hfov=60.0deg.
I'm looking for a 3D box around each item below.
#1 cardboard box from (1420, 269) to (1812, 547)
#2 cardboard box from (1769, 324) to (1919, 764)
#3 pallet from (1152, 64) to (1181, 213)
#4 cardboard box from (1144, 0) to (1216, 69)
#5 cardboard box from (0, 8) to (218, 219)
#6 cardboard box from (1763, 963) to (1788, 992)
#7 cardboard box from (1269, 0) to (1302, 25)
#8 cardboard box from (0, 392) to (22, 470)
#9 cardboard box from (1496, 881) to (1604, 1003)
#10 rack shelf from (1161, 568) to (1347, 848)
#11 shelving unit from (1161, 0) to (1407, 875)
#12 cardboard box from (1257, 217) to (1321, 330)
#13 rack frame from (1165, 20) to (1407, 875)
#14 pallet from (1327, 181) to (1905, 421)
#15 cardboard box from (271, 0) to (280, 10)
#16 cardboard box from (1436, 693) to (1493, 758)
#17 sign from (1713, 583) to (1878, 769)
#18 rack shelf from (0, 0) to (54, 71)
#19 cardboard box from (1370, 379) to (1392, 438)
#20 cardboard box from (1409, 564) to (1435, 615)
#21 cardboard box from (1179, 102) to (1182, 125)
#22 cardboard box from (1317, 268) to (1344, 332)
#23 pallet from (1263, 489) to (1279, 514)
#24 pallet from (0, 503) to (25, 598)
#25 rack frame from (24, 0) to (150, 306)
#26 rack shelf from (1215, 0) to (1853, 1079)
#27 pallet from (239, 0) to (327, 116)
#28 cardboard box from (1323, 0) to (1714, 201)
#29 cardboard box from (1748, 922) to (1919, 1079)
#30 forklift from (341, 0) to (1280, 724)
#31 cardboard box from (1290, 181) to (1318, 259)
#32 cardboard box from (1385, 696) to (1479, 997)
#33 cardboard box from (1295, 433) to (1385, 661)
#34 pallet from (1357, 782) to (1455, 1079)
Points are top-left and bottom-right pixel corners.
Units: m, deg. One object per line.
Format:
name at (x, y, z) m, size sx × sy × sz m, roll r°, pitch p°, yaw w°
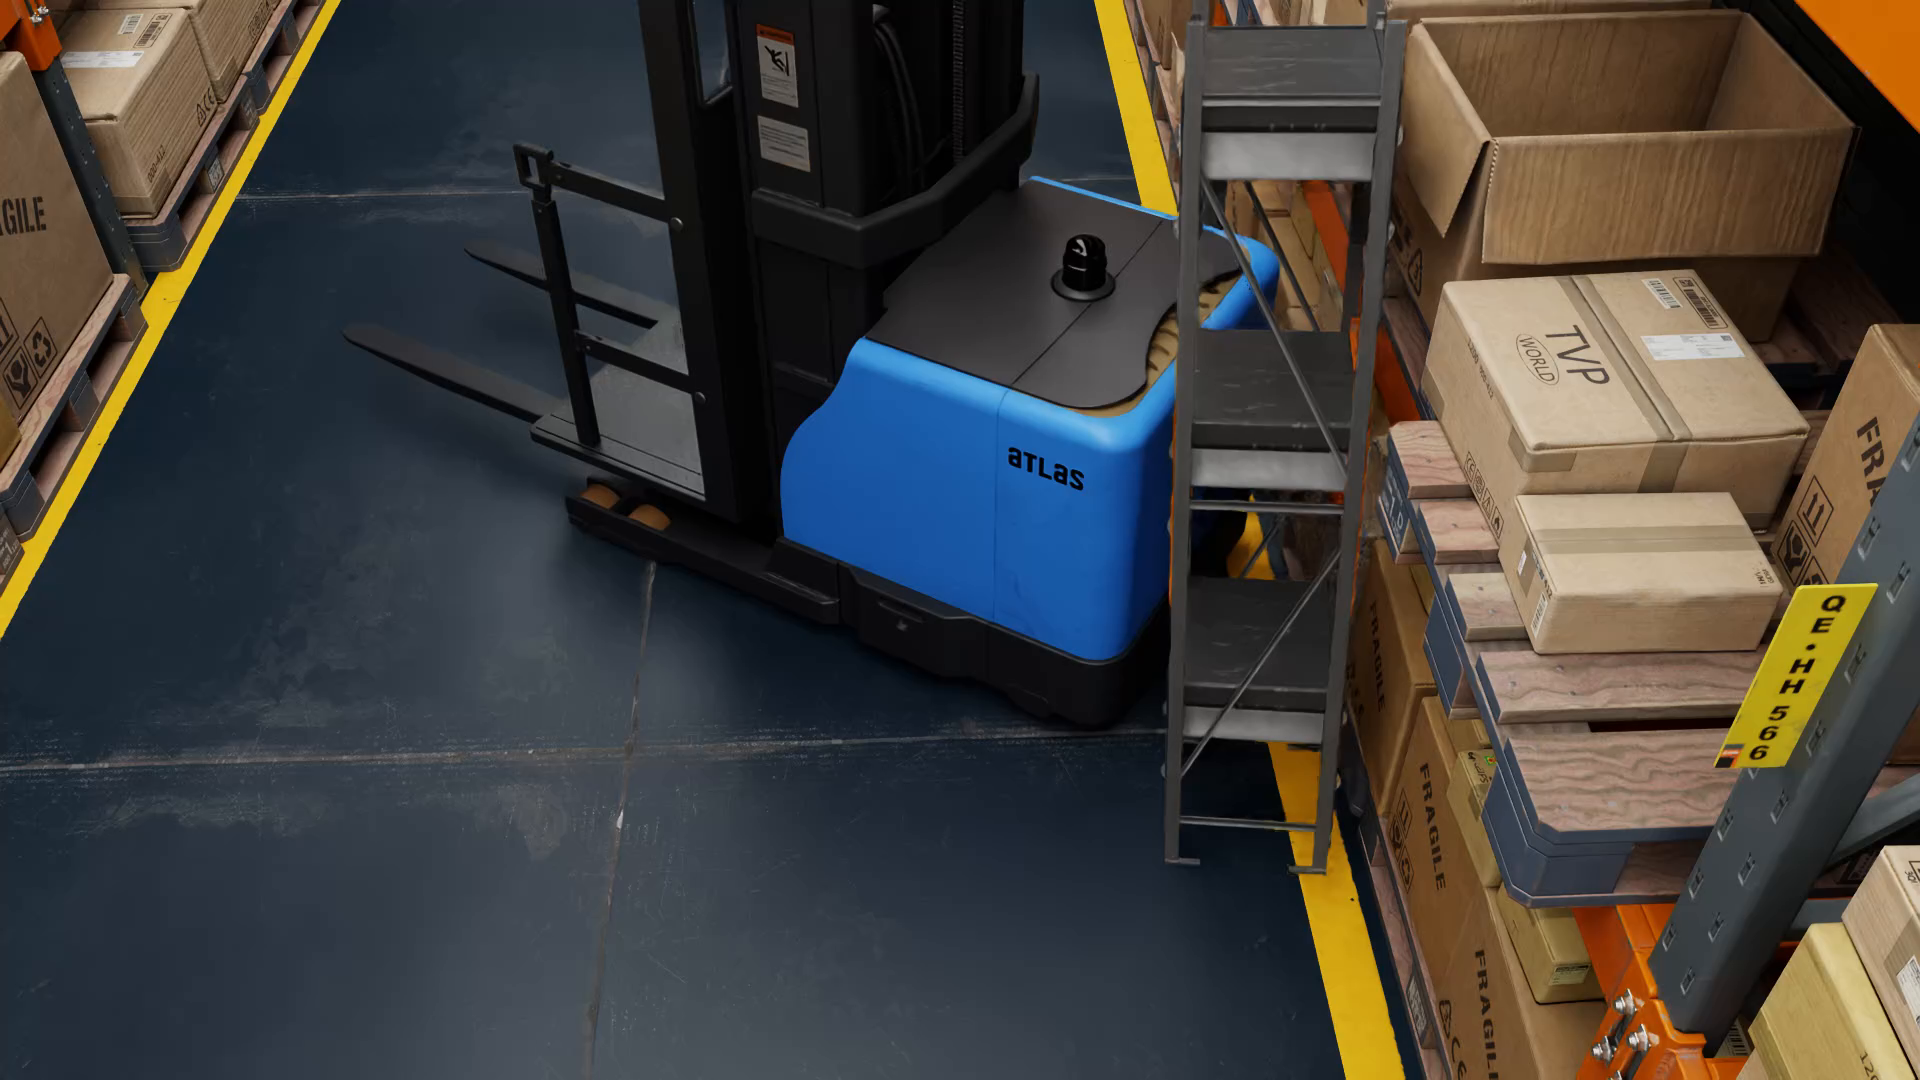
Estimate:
cardboard box at (1.198, -0.254, 3.107) m, size 0.500 × 0.250 × 0.500 m, roll -3°, pitch 43°, yaw -4°
cardboard box at (1.700, 0.005, 2.640) m, size 0.500 × 0.500 × 0.500 m, roll 0°, pitch 43°, yaw 0°
pallet at (1.368, -1.587, 6.826) m, size 1.003 × 0.211 × 1.213 m, roll -2°, pitch 43°, yaw -2°
cardboard box at (1.199, -2.391, 7.177) m, size 0.700 × 0.500 × 0.500 m, roll -3°, pitch 43°, yaw -3°
cardboard box at (-3.482, -1.644, 6.409) m, size 0.875 × 0.438 × 0.875 m, roll -2°, pitch 43°, yaw -2°
cardboard box at (1.828, 1.023, 3.453) m, size 0.500 × 0.500 × 0.500 m, roll 0°, pitch 43°, yaw 0°
cardboard box at (1.215, -1.661, 4.457) m, size 0.700 × 0.500 × 0.500 m, roll -1°, pitch 43°, yaw -1°
cardboard box at (-3.410, -0.352, 4.676) m, size 0.875 × 0.875 × 0.875 m, roll -1°, pitch 43°, yaw -1°
cardboard box at (1.292, 0.750, 3.271) m, size 0.380 × 0.149 × 0.250 m, roll -4°, pitch 43°, yaw -4°
rack shelf at (0.738, 0.410, 4.213) m, size 0.431 × 0.518 × 0.480 m, roll 2°, pitch 32°, yaw 9°
shelving unit at (0.706, -0.196, 3.838) m, size 0.431 × 2.100 × 0.503 m, roll 2°, pitch 32°, yaw 9°
cardboard box at (1.224, -0.693, 5.325) m, size 0.500 × 0.500 × 0.500 m, roll -2°, pitch 43°, yaw -2°
rack frame at (0.669, -0.068, 3.634) m, size 0.400 × 2.100 × 0.015 m, roll 2°, pitch 32°, yaw 9°
pallet at (1.479, -0.693, 3.928) m, size 1.003 × 0.211 × 1.213 m, roll -2°, pitch 43°, yaw -2°
cardboard box at (-3.557, -2.857, 7.732) m, size 0.875 × 0.438 × 0.875 m, roll -1°, pitch 43°, yaw -1°
cardboard box at (1.282, 0.388, 3.666) m, size 0.380 × 0.149 × 0.250 m, roll -3°, pitch 43°, yaw -3°
sign at (1.024, 0.173, 2.043) m, size 0.100 × 0.325 × 0.005 m, roll -2°, pitch 43°, yaw -2°
rack shelf at (-3.478, -0.391, 3.989) m, size 1.077 × 0.370 × 4.000 m, roll -2°, pitch 43°, yaw -2°
cardboard box at (1.304, -0.313, 4.431) m, size 0.380 × 0.149 × 0.250 m, roll -1°, pitch 43°, yaw -2°
cardboard box at (1.305, 0.040, 4.046) m, size 0.380 × 0.149 × 0.250 m, roll -2°, pitch 43°, yaw -2°
cardboard box at (1.079, -1.623, 6.600) m, size 0.380 × 0.149 × 0.250 m, roll -3°, pitch 43°, yaw -3°
cardboard box at (1.256, -0.662, 4.811) m, size 0.380 × 0.149 × 0.250 m, roll -2°, pitch 43°, yaw -2°
pallet at (1.469, -0.576, 5.722) m, size 1.003 × 0.211 × 1.213 m, roll -2°, pitch 43°, yaw -2°
pallet at (-3.400, 0.366, 4.695) m, size 1.003 × 0.211 × 1.213 m, roll -2°, pitch 43°, yaw -2°
rack frame at (-3.563, -2.007, 5.219) m, size 1.000 × 3.000 × 0.127 m, roll -2°, pitch 43°, yaw -2°
rack shelf at (1.481, -0.536, 4.147) m, size 1.077 × 0.370 × 4.000 m, roll -2°, pitch 43°, yaw -2°
pallet at (-3.572, -2.320, 7.625) m, size 1.003 × 0.211 × 1.213 m, roll -2°, pitch 43°, yaw -2°
cardboard box at (1.249, -1.131, 3.879) m, size 0.700 × 0.500 × 0.500 m, roll -2°, pitch 43°, yaw -2°
cardboard box at (1.316, 0.727, 1.978) m, size 0.500 × 0.250 × 0.500 m, roll -2°, pitch 43°, yaw -2°
forklift at (-0.644, -1.311, 4.511) m, size 3.031 × 2.935 × 1.130 m, roll 21°, pitch 47°, yaw 22°
cardboard box at (1.257, -1.017, 5.198) m, size 0.380 × 0.149 × 0.250 m, roll -4°, pitch 43°, yaw -4°
cardboard box at (1.323, 0.698, 3.808) m, size 0.500 × 0.500 × 0.500 m, roll -2°, pitch 43°, yaw -2°
cardboard box at (1.257, -0.005, 4.575) m, size 0.500 × 0.500 × 0.500 m, roll -3°, pitch 43°, yaw -3°
pallet at (1.572, 1.072, 3.925) m, size 1.003 × 0.211 × 1.213 m, roll -2°, pitch 43°, yaw -2°
